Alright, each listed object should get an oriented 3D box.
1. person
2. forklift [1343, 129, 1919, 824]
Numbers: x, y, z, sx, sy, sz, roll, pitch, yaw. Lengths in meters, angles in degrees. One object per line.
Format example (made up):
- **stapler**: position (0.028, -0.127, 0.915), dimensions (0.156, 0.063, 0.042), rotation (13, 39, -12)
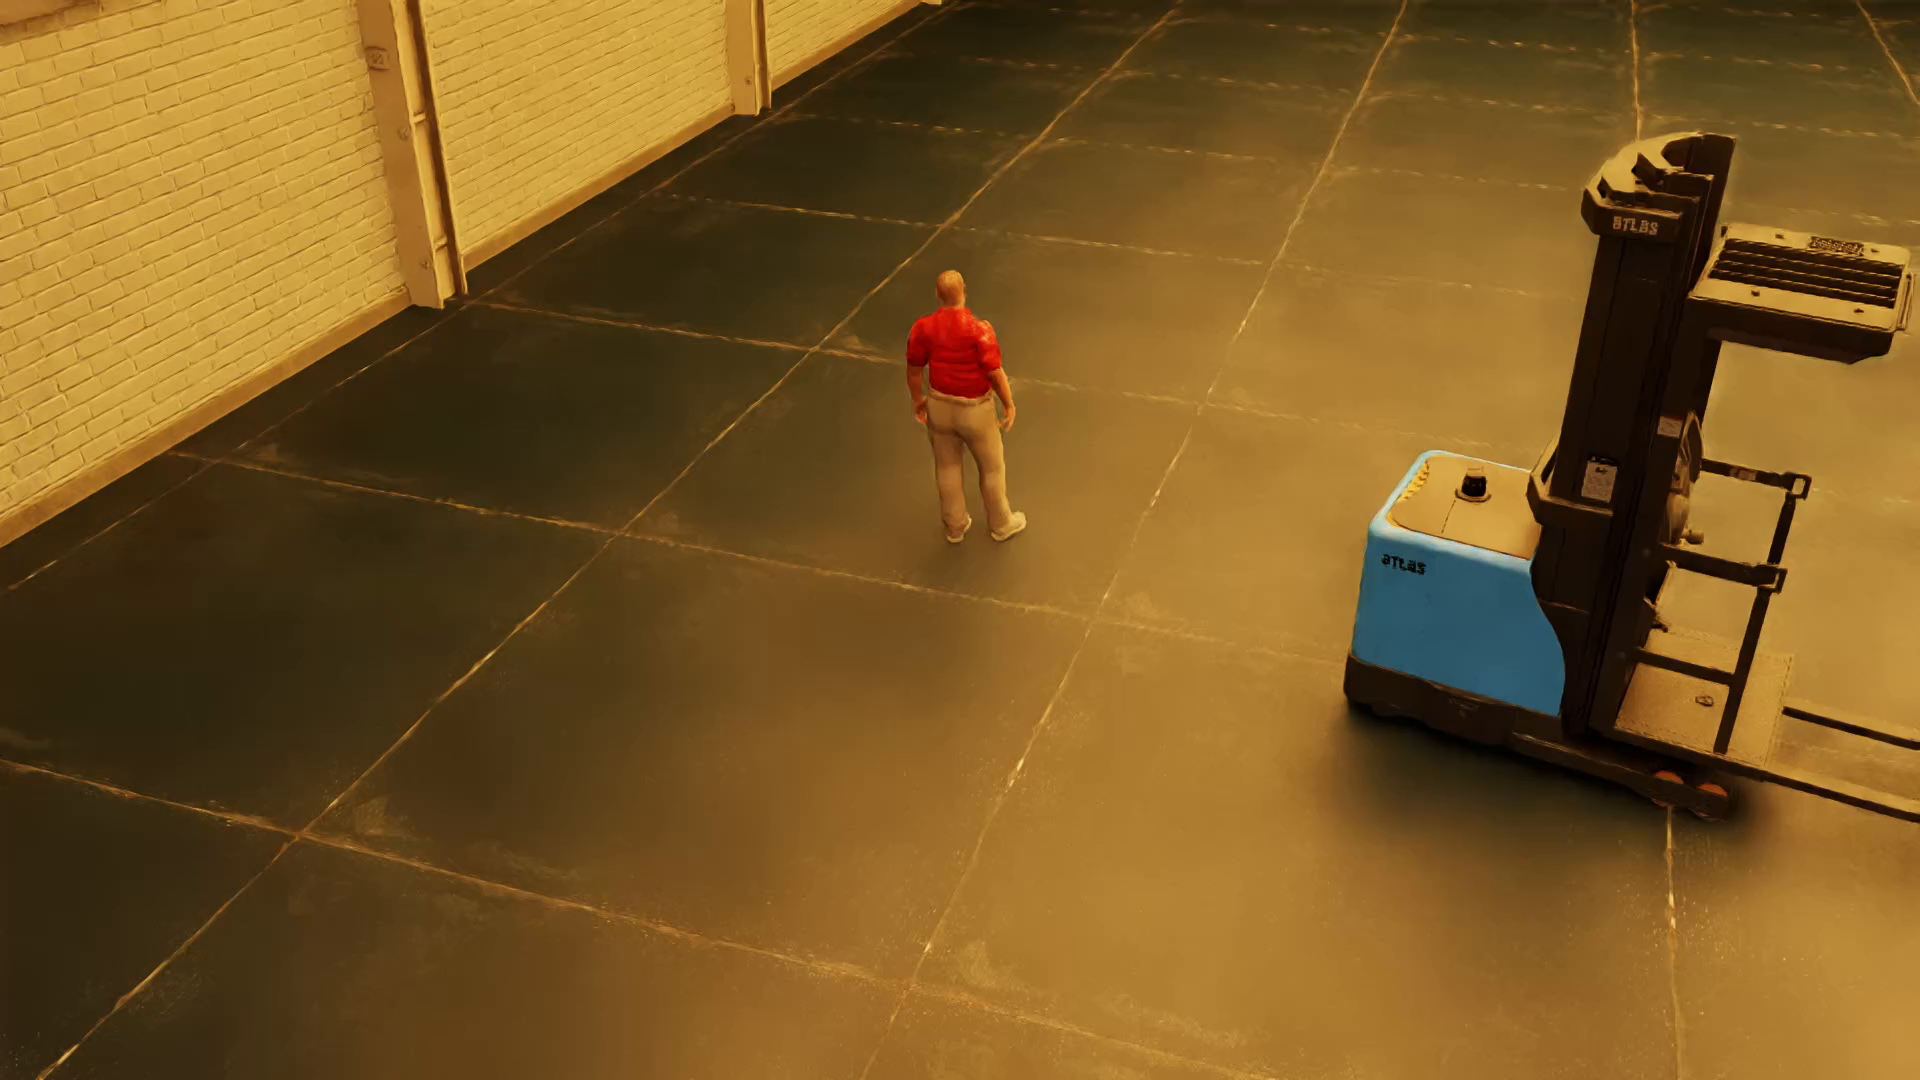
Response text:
- **person**: position (0.040, -0.798, 9.735), dimensions (0.640, 1.726, 0.550), rotation (10, 31, 16)
- **forklift**: position (3.515, -0.265, 7.601), dimensions (3.031, 2.935, 1.130), rotation (16, 33, 26)
